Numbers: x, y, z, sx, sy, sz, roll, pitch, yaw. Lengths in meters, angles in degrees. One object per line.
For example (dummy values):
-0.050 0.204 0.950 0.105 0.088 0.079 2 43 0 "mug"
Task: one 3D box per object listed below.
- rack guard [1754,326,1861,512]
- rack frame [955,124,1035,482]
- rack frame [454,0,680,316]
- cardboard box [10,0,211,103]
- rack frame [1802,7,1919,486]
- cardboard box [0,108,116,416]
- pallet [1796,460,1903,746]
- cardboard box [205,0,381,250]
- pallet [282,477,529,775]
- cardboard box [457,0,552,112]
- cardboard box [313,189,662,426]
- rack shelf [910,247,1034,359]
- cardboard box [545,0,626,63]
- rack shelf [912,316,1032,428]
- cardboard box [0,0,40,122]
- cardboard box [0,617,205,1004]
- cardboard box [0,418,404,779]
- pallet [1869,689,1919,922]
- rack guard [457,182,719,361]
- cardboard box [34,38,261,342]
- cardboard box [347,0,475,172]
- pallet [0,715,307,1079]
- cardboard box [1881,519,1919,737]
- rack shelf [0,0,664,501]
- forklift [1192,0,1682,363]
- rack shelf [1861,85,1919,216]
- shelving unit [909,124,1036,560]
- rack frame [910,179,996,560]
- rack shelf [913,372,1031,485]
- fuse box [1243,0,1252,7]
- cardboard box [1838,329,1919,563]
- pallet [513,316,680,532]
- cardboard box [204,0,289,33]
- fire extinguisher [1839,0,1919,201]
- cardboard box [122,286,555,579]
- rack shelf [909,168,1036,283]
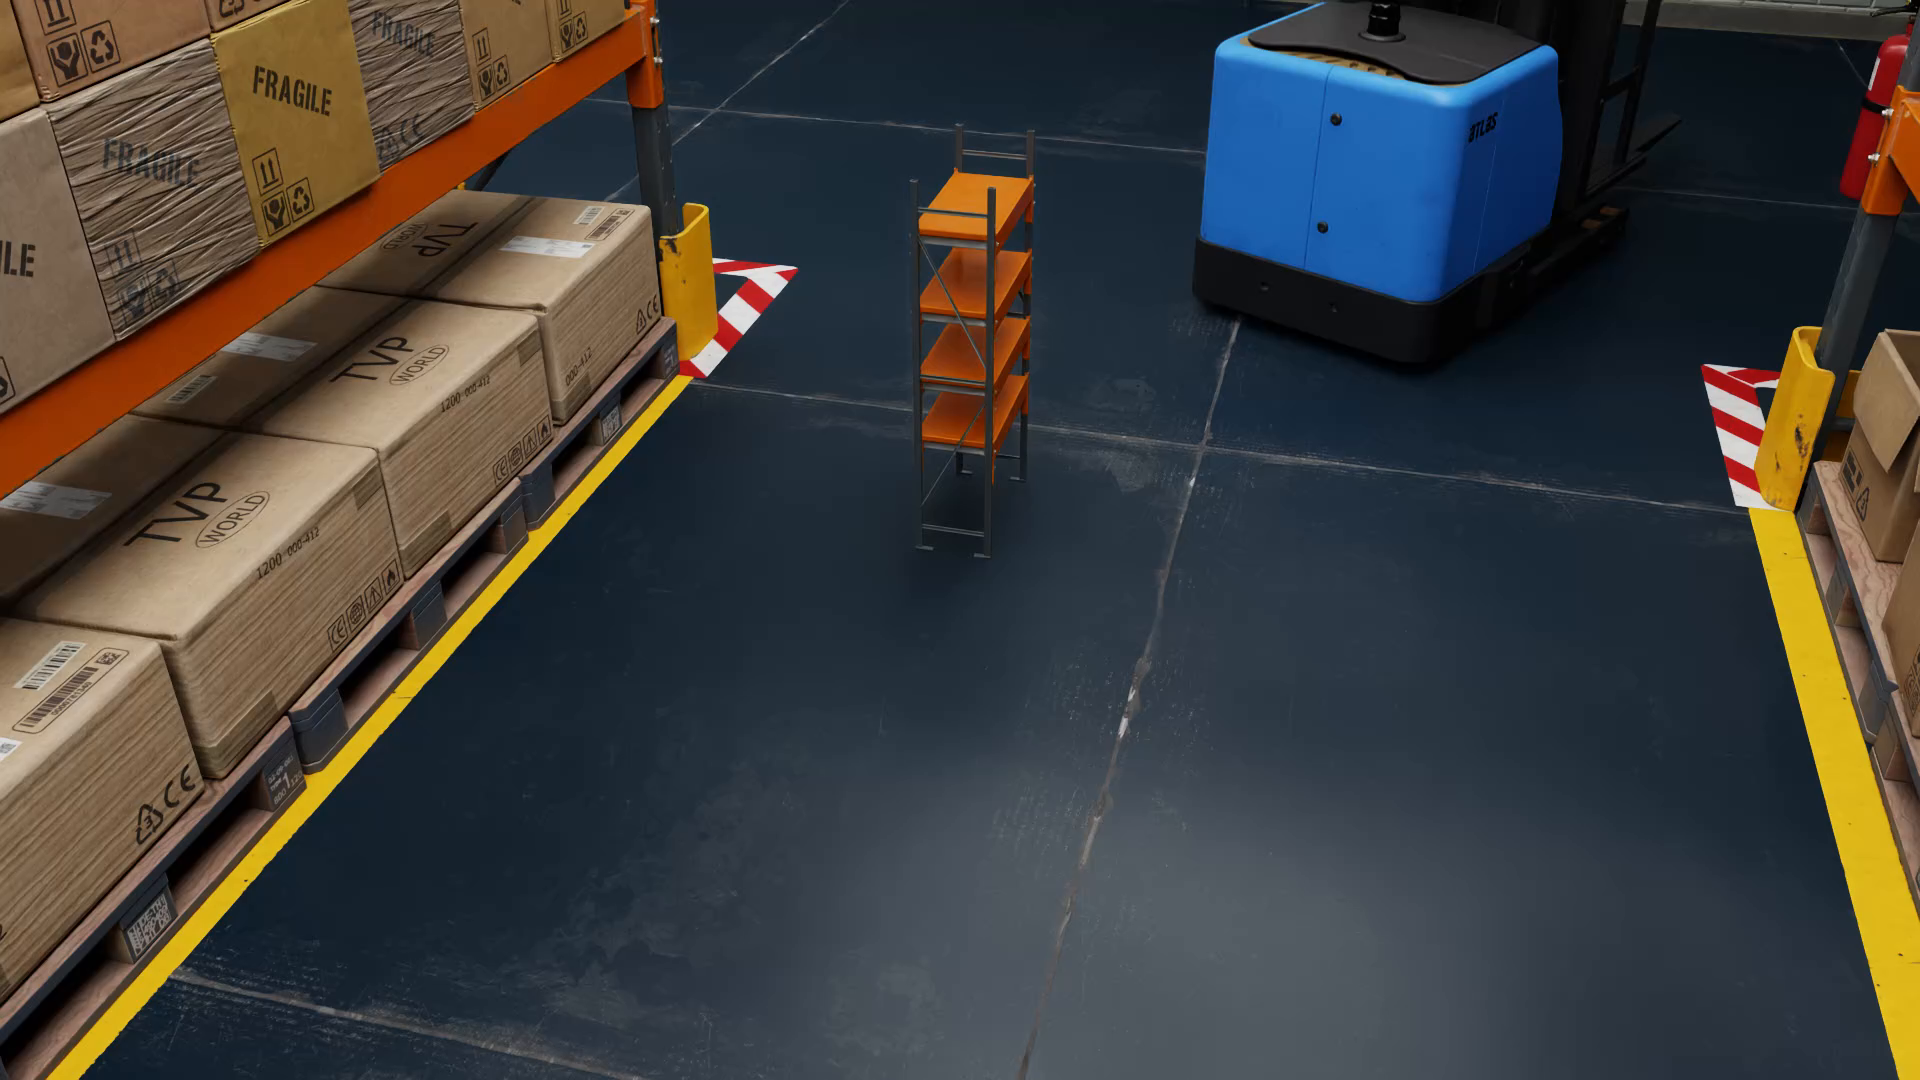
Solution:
3.232 -0.324 5.294 1.175 0.500 0.348 8 33 12 "rack guard"
0.104 -0.719 5.262 0.240 1.200 0.015 8 33 12 "rack frame"
-1.551 -2.092 5.745 1.000 3.000 0.127 8 33 12 "rack frame"
-1.936 -1.220 3.348 0.500 0.500 0.500 9 33 13 "cardboard box"
3.251 -1.418 4.685 1.000 3.000 0.127 8 33 12 "rack frame"
-2.062 -0.527 3.190 0.500 0.500 0.500 8 33 13 "cardboard box"
3.030 0.212 4.720 1.003 0.211 1.213 8 33 12 "pallet"
-1.799 -1.052 4.015 0.500 0.500 0.500 9 34 14 "cardboard box"
-1.990 0.141 4.831 1.003 0.211 1.213 8 33 12 "pallet"
-1.560 -1.590 4.861 0.500 0.500 0.500 7 33 11 "cardboard box"
-1.622 -0.832 5.760 0.875 0.438 0.875 7 33 11 "cardboard box"
0.042 -0.724 4.979 0.258 0.148 0.480 8 33 12 "rack shelf"
-1.418 -1.848 5.268 0.500 0.500 0.500 8 33 13 "cardboard box"
0.042 -0.535 5.099 0.258 0.148 0.480 8 33 12 "rack shelf"
-2.077 -0.956 2.933 0.500 0.500 0.500 8 33 12 "cardboard box"
-2.303 0.576 3.544 0.875 0.438 0.875 8 33 12 "cardboard box"
-2.077 0.112 4.275 0.875 0.438 0.875 7 33 11 "cardboard box"
2.719 0.843 3.728 1.003 0.211 1.213 8 33 12 "pallet"
-1.545 -1.050 6.435 1.175 0.500 0.348 8 33 12 "rack guard"
-1.930 -0.784 3.595 0.500 0.500 0.500 8 33 13 "cardboard box"
-1.681 -1.321 4.439 0.500 0.500 0.500 9 34 14 "cardboard box"
-2.298 0.776 3.832 1.003 0.211 1.213 8 33 12 "pallet"
2.749 0.202 4.075 0.700 0.500 0.500 9 34 14 "cardboard box"
-2.059 -0.751 4.306 1.077 0.370 4.000 8 33 12 "rack shelf"
2.270 -2.605 6.616 1.130 2.935 3.031 25 40 33 "forklift"
2.743 -0.077 3.246 1.077 0.370 4.000 8 33 12 "rack shelf"
0.042 -0.592 5.063 0.258 1.200 0.503 8 33 12 "shelving unit"
-0.020 -0.466 4.864 0.240 1.200 0.015 8 33 12 "rack frame"
0.042 -0.368 5.206 0.258 0.148 0.480 8 33 12 "rack shelf"
1.852 -4.116 10.130 0.539 1.711 0.414 8 33 12 "fuse box"
3.004 -0.238 4.763 0.797 0.503 0.637 7 33 10 "cardboard box"
-1.679 -0.490 5.824 1.003 0.211 1.213 8 33 12 "pallet"
-1.806 -1.482 3.760 0.500 0.500 0.500 8 33 12 "cardboard box"
2.841 -1.368 5.025 0.296 0.674 0.183 8 33 12 "fire extinguisher"
-1.846 -0.356 5.011 0.875 0.438 0.875 9 34 14 "cardboard box"
0.042 -0.924 4.852 0.258 0.148 0.480 8 33 12 "rack shelf"
